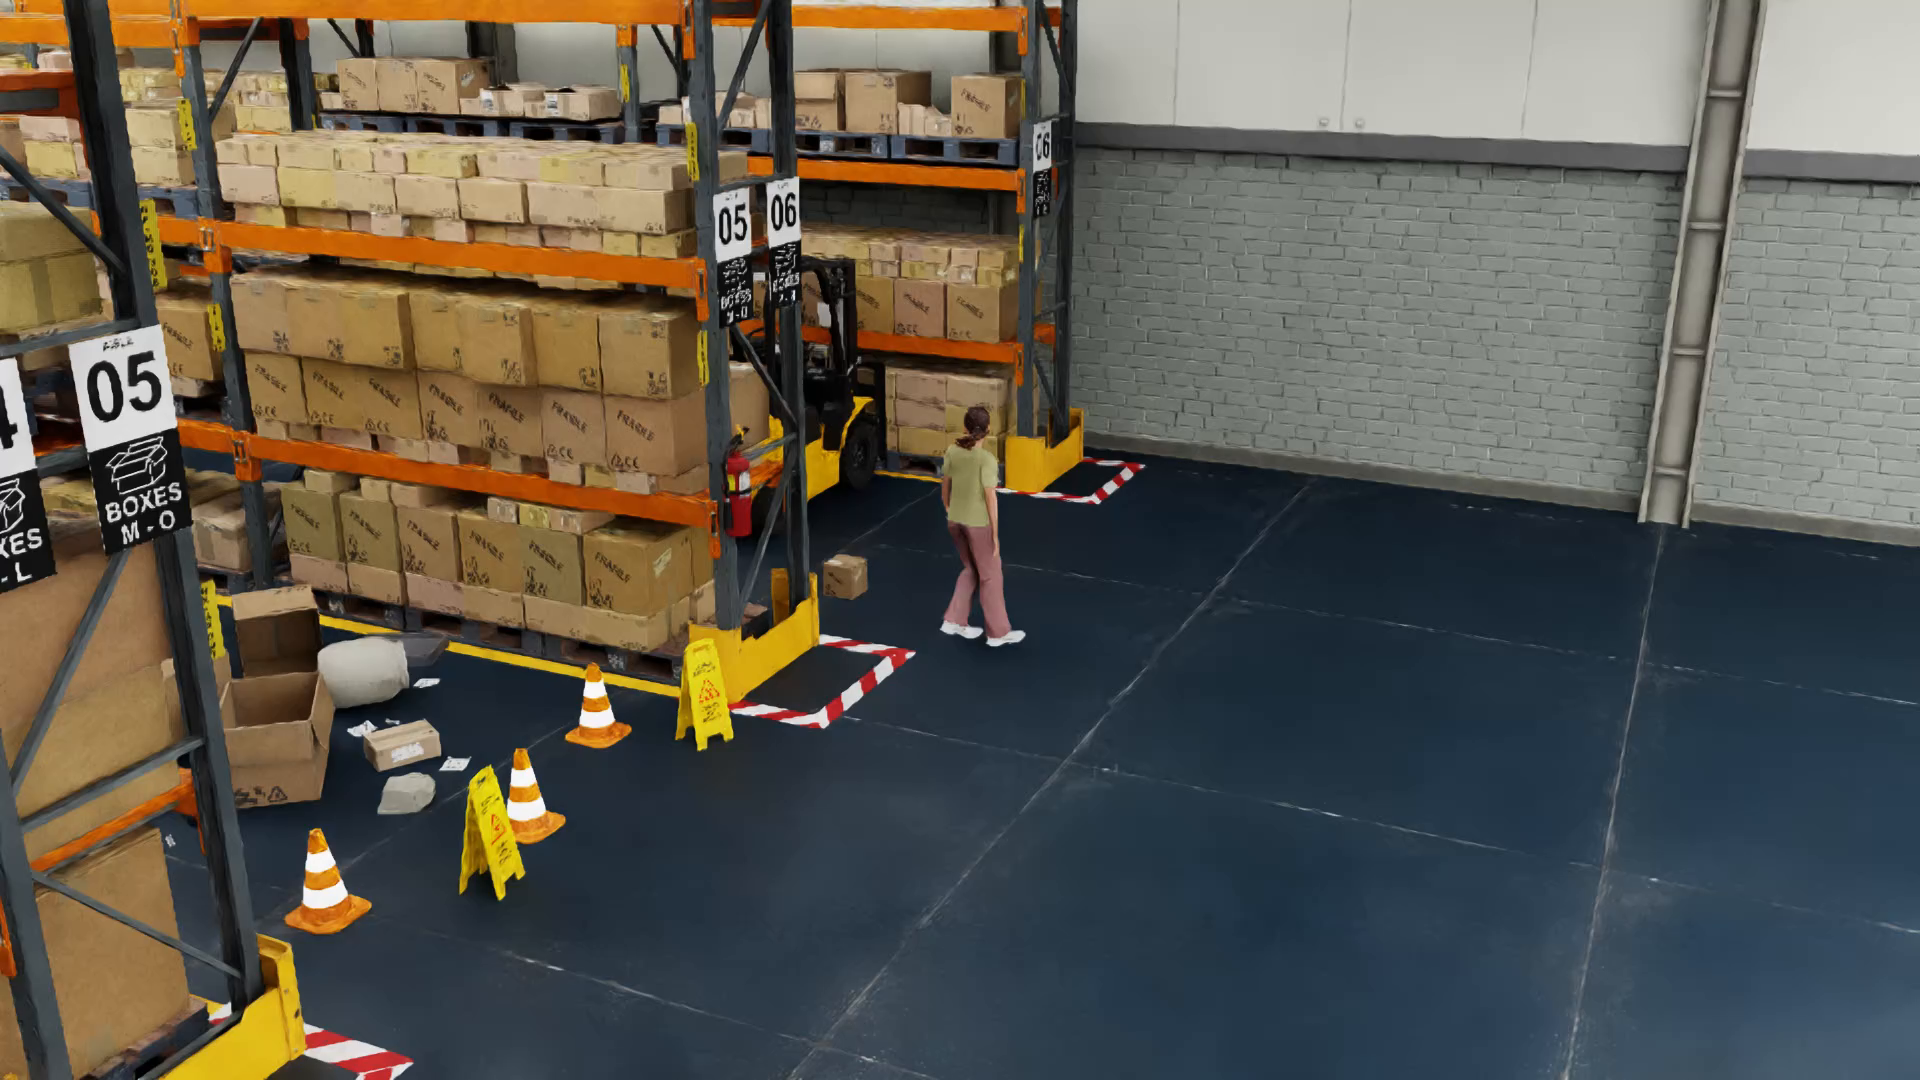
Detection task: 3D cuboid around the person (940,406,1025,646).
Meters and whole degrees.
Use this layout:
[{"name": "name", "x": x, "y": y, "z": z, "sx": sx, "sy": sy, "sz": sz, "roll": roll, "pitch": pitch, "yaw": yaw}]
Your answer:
[{"name": "person", "x": 0.108, "y": -0.092, "z": 11.336, "sx": 0.535, "sy": 1.667, "sz": 0.525, "roll": 17, "pitch": 25, "yaw": 39}]
